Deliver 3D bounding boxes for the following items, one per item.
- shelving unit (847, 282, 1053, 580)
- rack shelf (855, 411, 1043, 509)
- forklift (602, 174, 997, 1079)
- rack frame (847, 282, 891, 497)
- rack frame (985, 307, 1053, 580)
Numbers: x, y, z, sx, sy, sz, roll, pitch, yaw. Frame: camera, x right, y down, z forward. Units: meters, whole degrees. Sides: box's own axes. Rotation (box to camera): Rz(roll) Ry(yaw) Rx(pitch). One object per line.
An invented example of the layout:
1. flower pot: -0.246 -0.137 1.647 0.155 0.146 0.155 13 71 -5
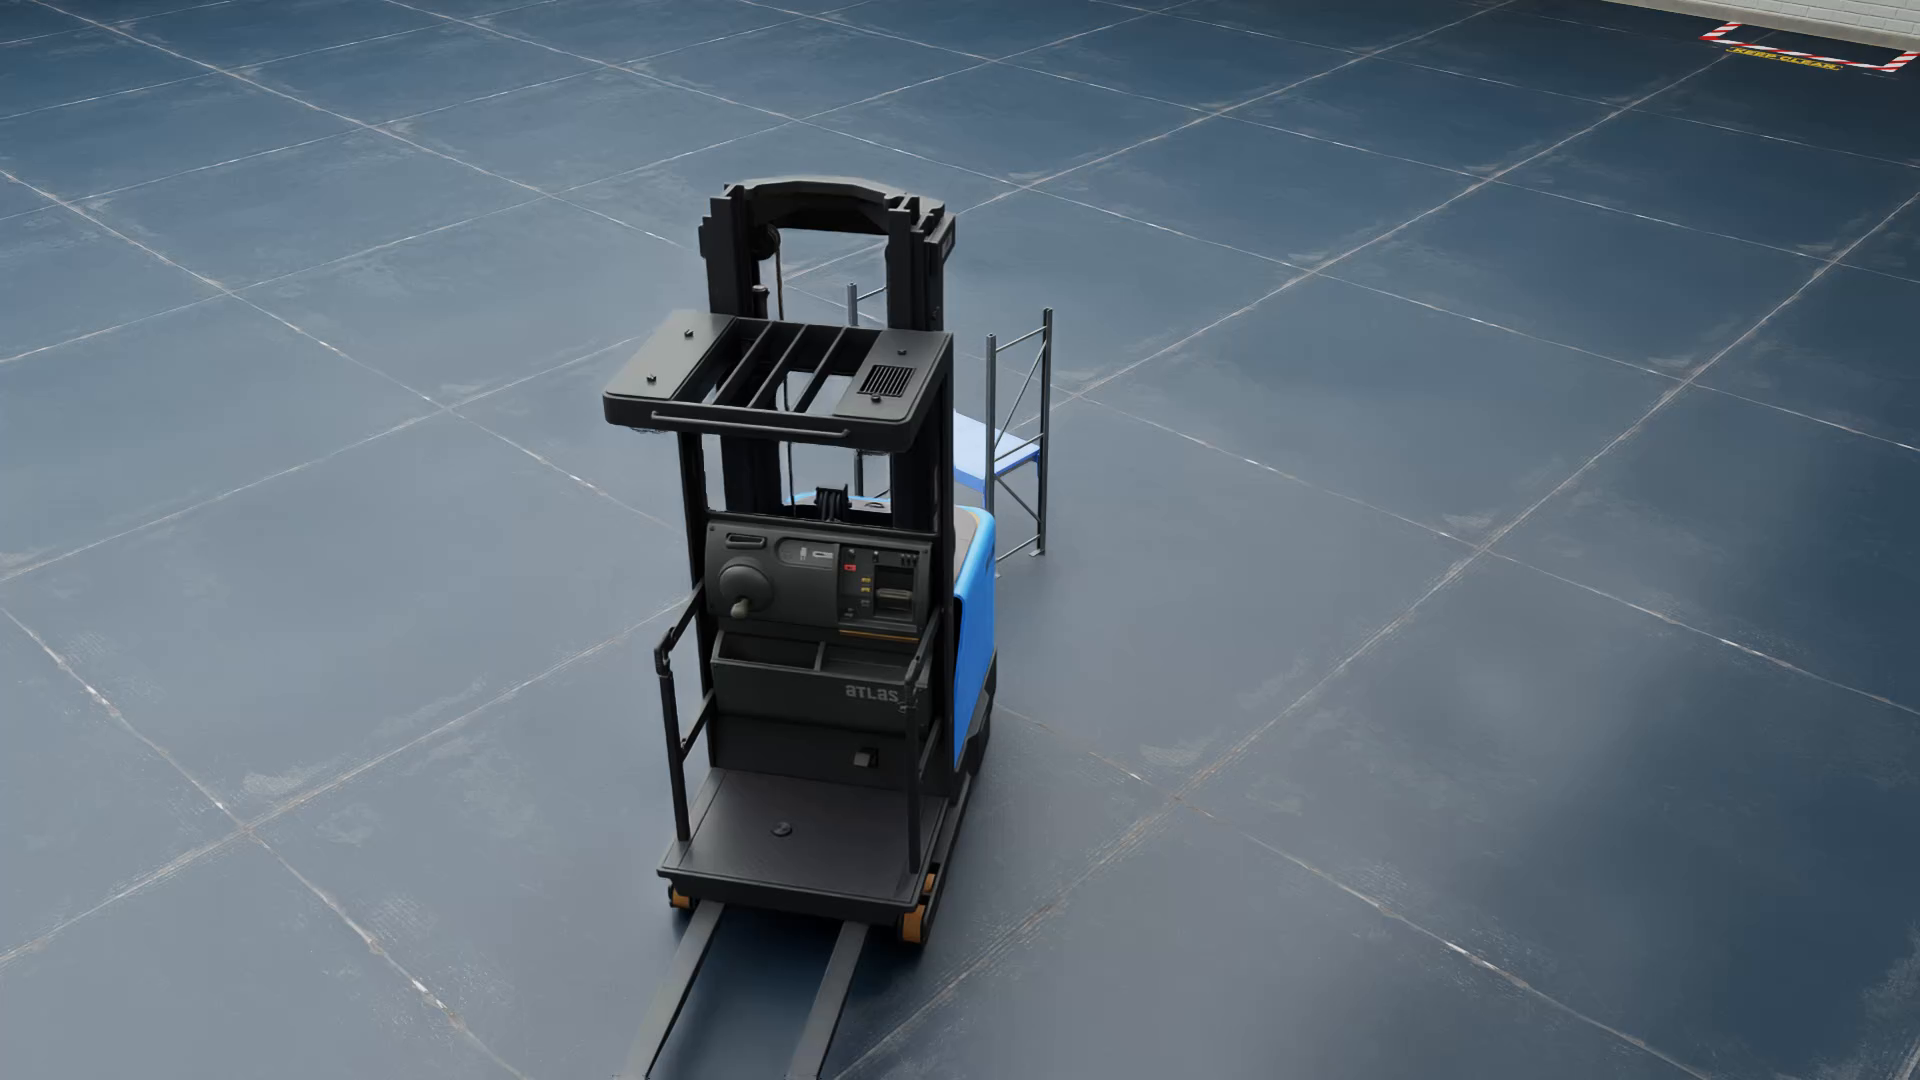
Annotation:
1. shelving unit: -0.063 -0.672 9.357 1.048 1.500 0.538 25 39 35
2. rack shelf: -0.063 -0.518 9.449 1.000 0.185 0.538 25 39 35
3. forklift: -0.616 0.209 6.506 1.130 2.935 3.031 6 32 10
4. rack frame: -0.440 -0.848 9.649 0.032 1.500 0.500 25 39 35
5. rack frame: 0.314 -0.496 9.064 0.032 1.500 0.500 25 39 35
